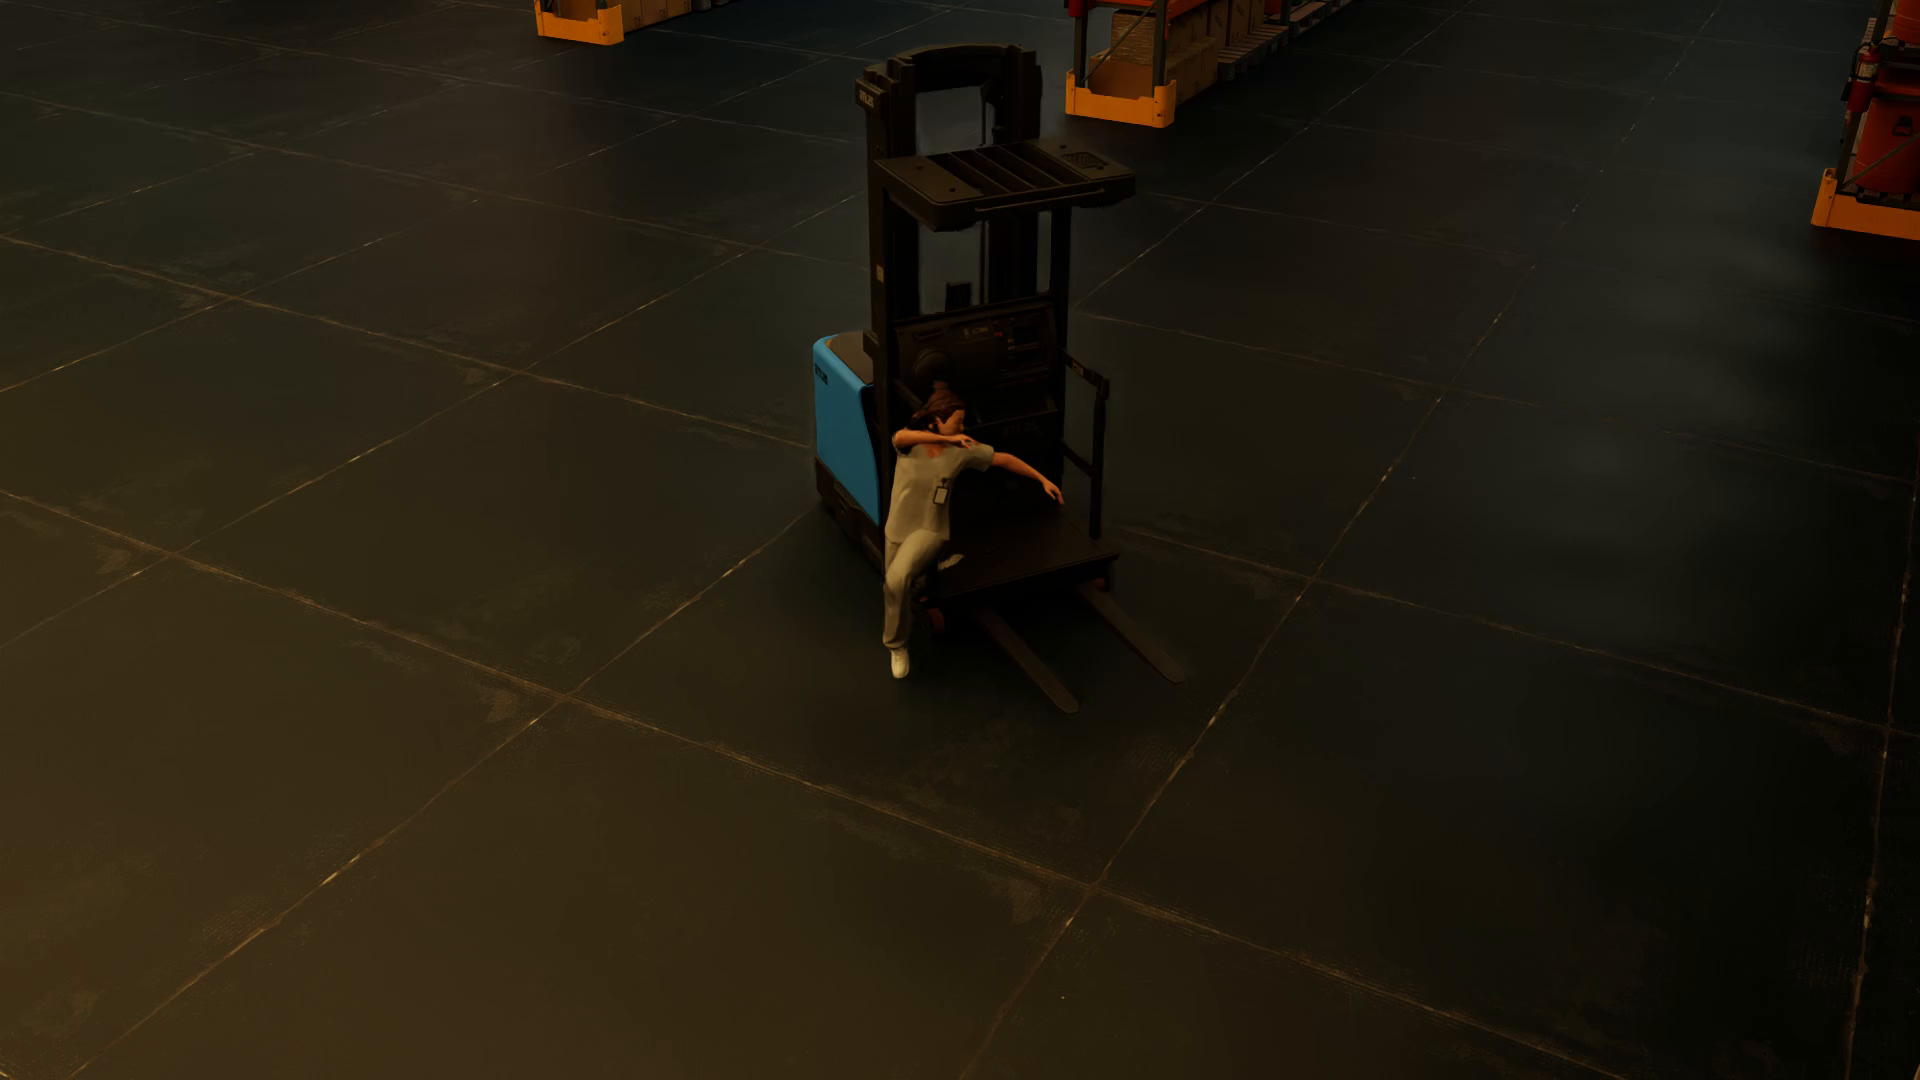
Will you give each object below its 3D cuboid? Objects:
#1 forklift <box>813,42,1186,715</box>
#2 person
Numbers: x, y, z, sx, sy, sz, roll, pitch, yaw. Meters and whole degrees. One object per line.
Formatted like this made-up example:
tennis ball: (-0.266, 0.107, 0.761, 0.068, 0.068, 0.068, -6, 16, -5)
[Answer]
forklift: (0.189, -0.985, 8.777, 1.130, 2.935, 3.031, -13, 33, -22)
person: (0.021, -0.051, 8.588, 0.884, 1.358, 0.942, 10, 31, 16)
